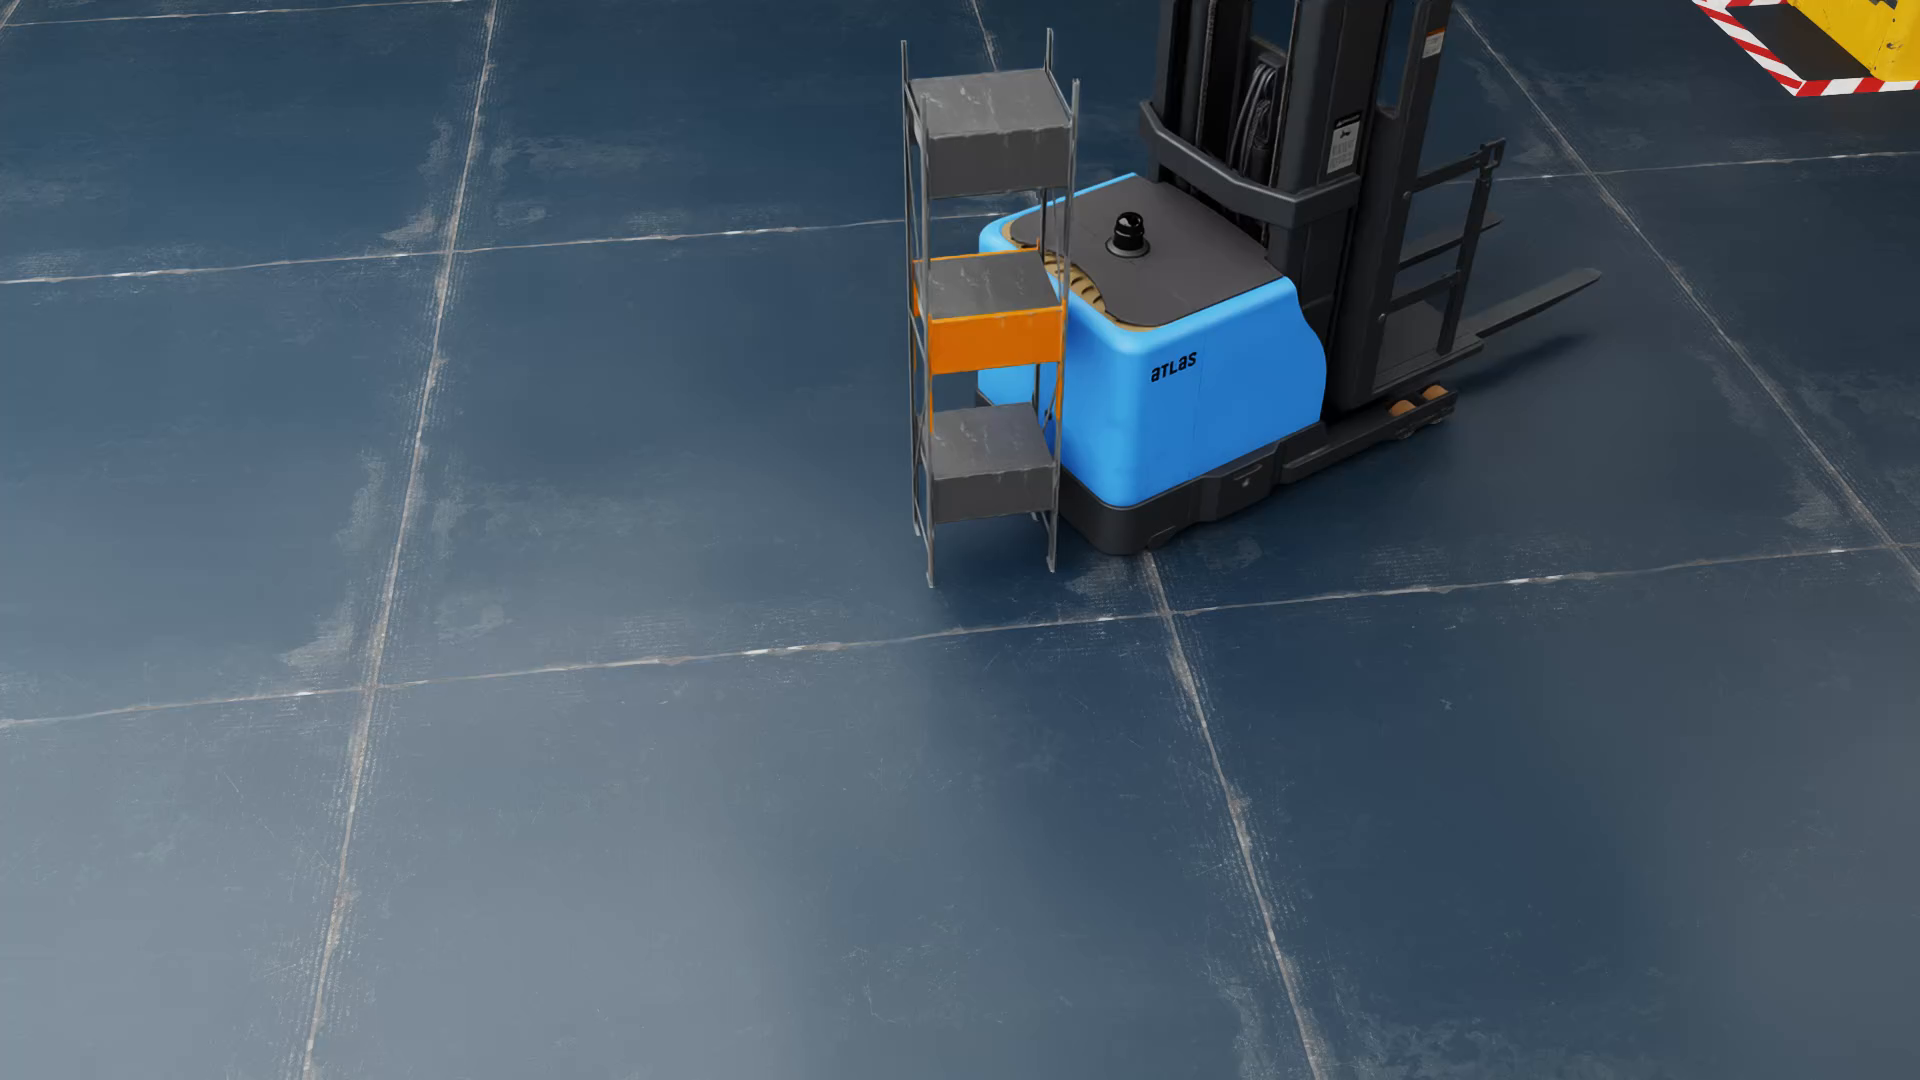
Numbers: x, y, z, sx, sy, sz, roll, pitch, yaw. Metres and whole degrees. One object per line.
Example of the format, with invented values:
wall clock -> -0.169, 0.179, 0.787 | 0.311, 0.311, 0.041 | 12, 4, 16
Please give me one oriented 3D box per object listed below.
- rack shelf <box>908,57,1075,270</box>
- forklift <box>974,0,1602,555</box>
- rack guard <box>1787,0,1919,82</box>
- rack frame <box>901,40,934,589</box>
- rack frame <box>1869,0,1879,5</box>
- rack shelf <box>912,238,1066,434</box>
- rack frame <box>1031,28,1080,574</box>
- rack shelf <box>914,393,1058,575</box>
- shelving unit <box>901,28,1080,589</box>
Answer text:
rack shelf -> 0.091, -1.258, 5.552 | 0.480, 0.518, 0.431 | -7, 43, -8
forklift -> 1.571, -1.800, 6.558 | 3.031, 2.935, 1.130 | -24, 47, -24
rack guard -> 5.478, -3.261, 9.992 | 0.348, 0.500, 1.175 | -5, 42, -6
rack frame -> -0.148, -0.718, 5.979 | 0.015, 2.100, 0.400 | -7, 43, -8
rack frame -> 5.501, -4.191, 9.157 | 0.127, 3.000, 1.000 | -5, 42, -6
rack shelf -> 0.091, -0.738, 6.021 | 0.480, 0.518, 0.431 | -7, 43, -8
rack frame -> 0.331, -0.779, 6.045 | 0.015, 2.100, 0.400 | -7, 43, -8
rack shelf -> 0.091, -0.219, 6.490 | 0.480, 0.518, 0.431 | -7, 43, -8
shelving unit -> 0.091, -0.748, 6.012 | 0.503, 2.100, 0.431 | -7, 43, -8
